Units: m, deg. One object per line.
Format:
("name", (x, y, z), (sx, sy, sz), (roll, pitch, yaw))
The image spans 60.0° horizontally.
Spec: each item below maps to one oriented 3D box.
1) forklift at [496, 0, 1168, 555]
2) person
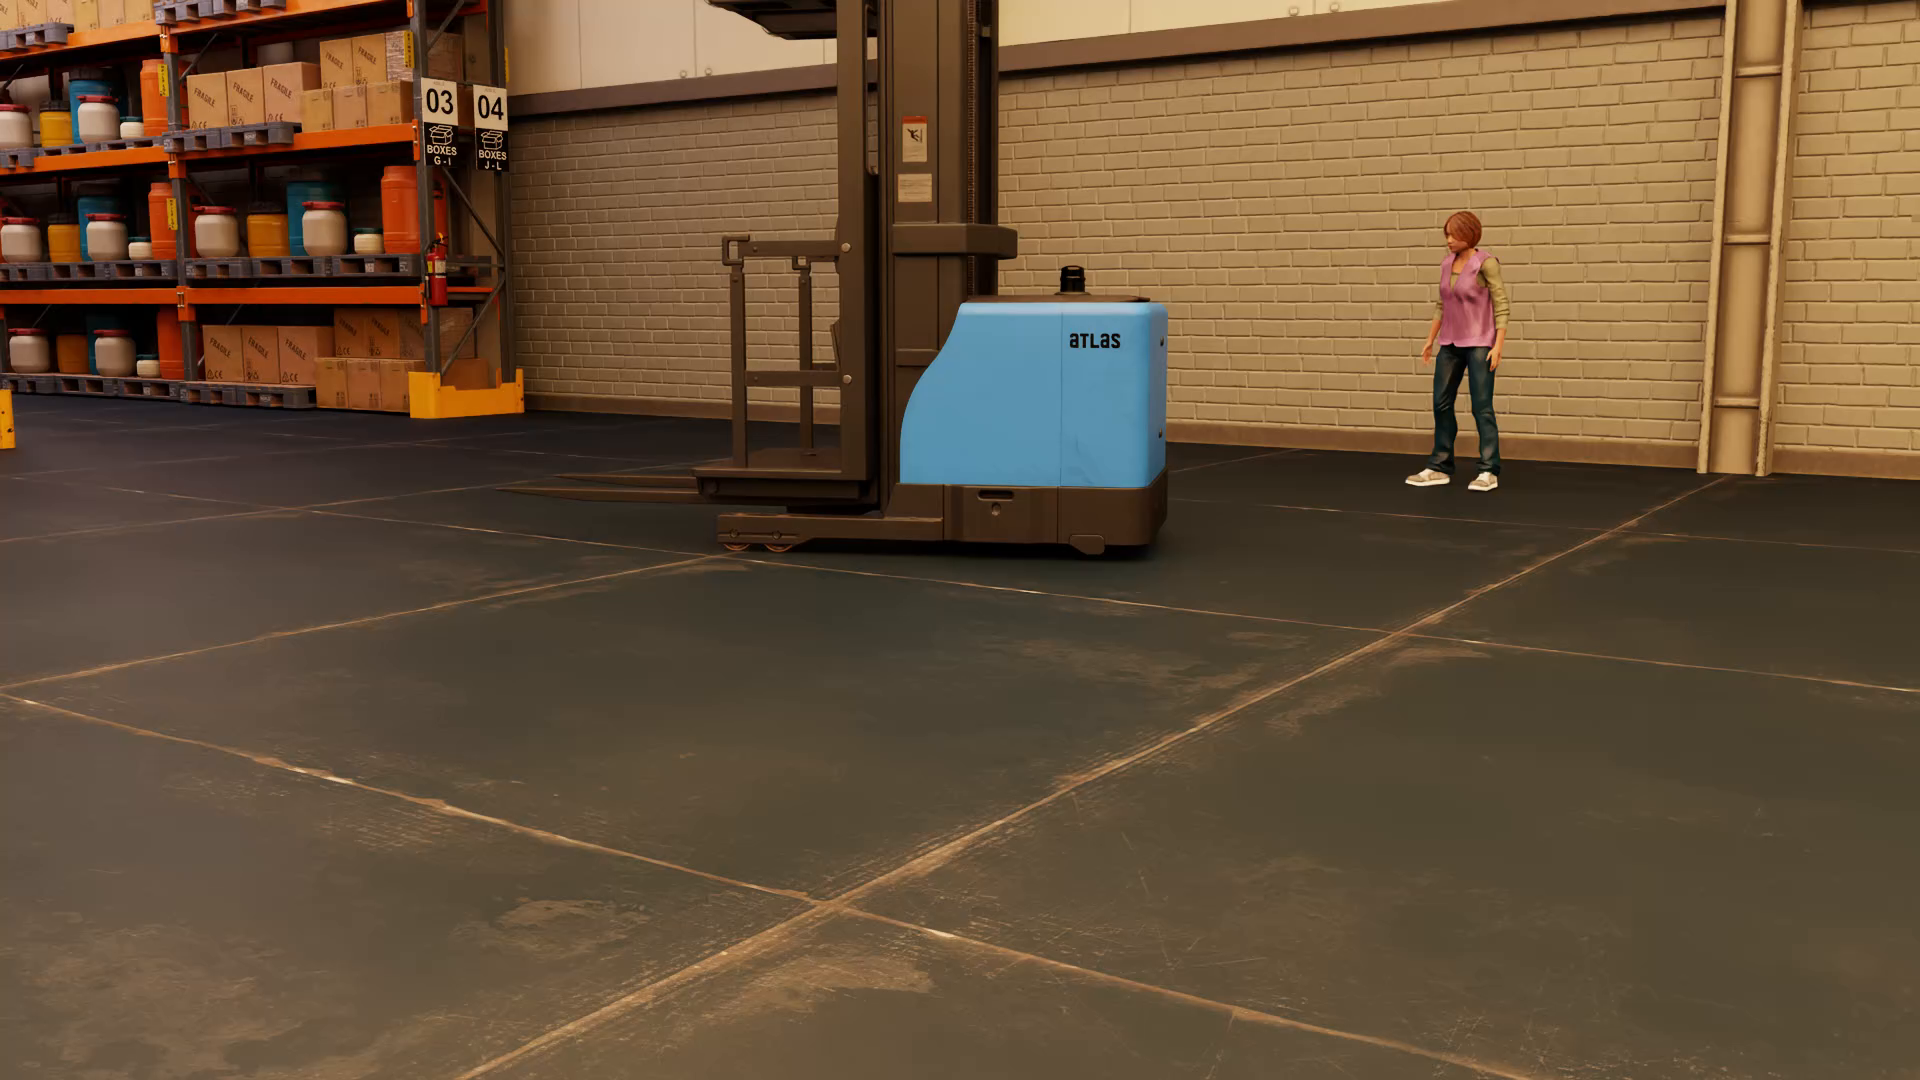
("forklift", (-0.596, -1.469, 7.520), (3.031, 2.935, 1.130), (2, 8, 12))
("person", (2.935, -1.092, 9.681), (0.384, 1.589, 0.537), (-5, 10, -32))
